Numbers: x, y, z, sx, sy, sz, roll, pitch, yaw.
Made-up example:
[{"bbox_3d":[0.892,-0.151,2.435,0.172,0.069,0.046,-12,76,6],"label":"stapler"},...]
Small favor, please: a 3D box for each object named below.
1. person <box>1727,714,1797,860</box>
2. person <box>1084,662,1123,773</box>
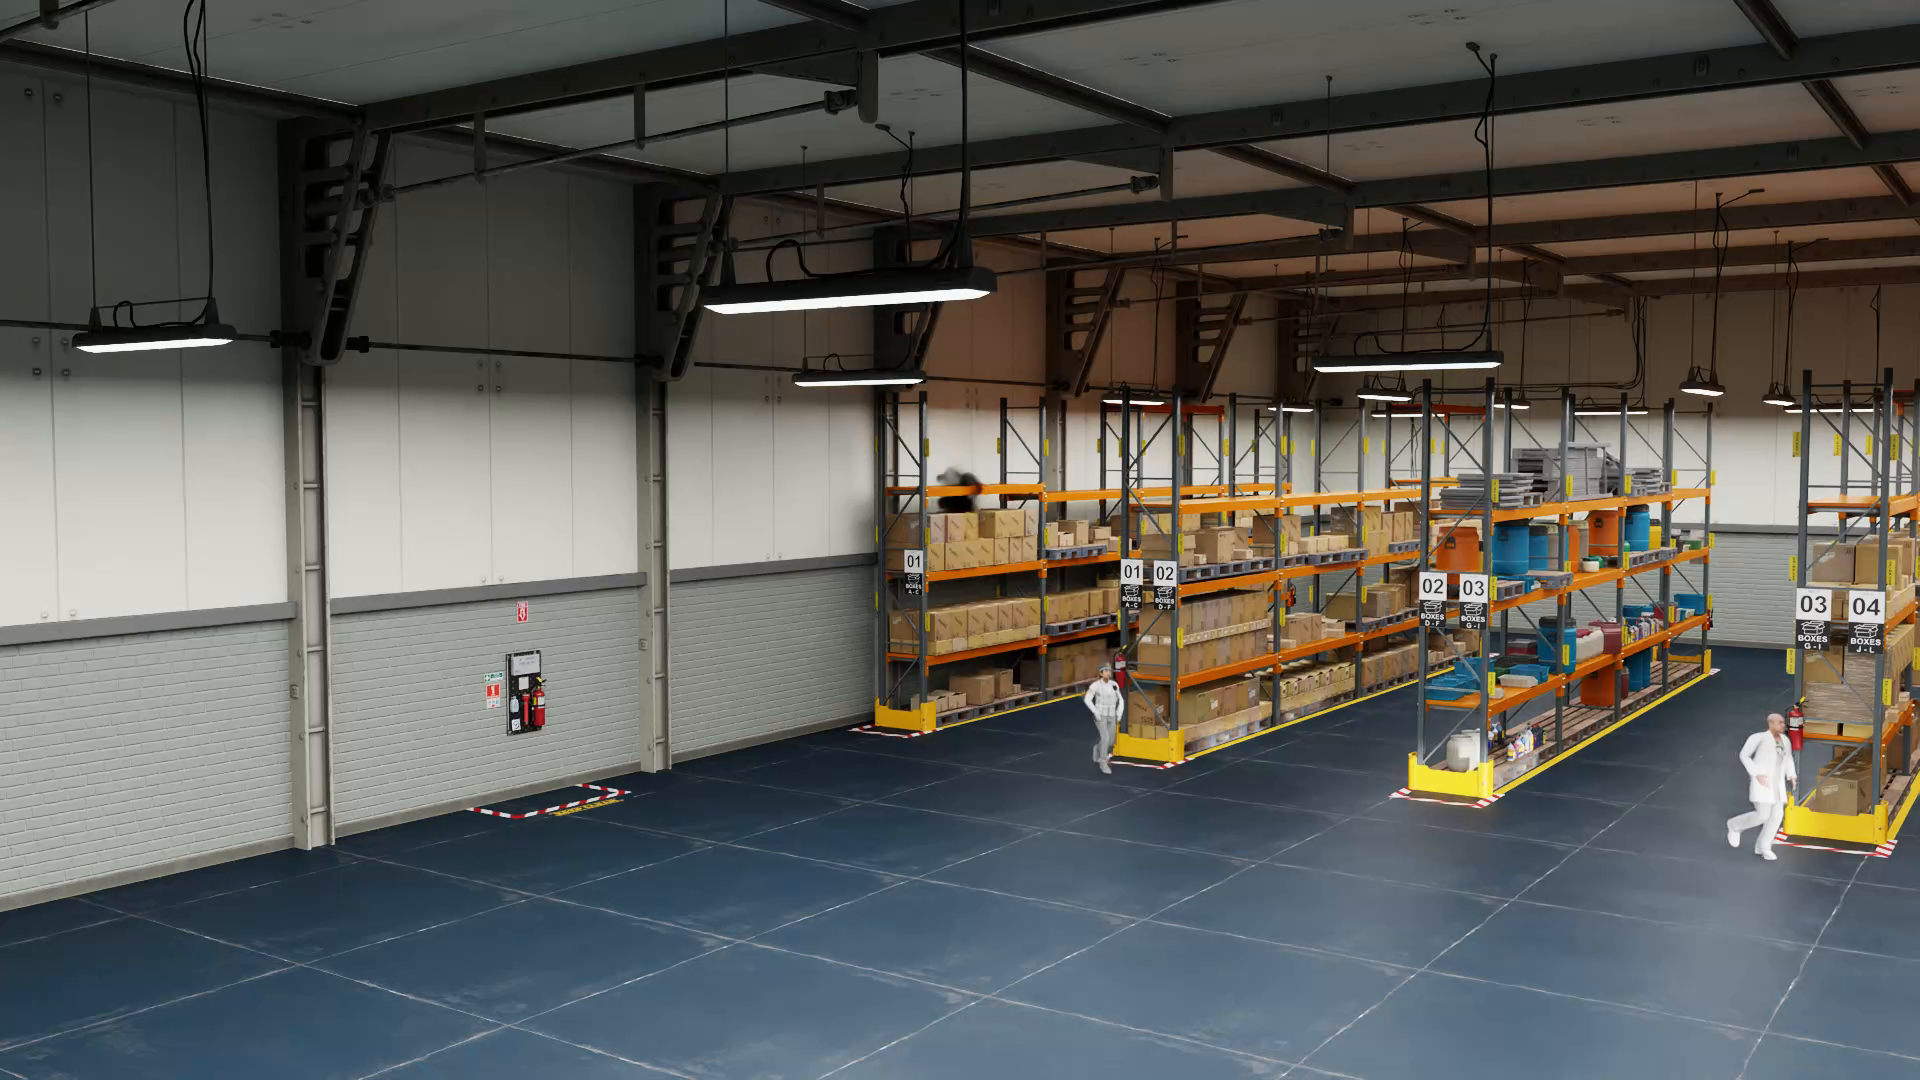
[{"bbox_3d":[9.967,3.009,20.518,0.758,1.724,0.731,-1,3,-18],"label":"person"},{"bbox_3d":[2.214,2.701,25.541,0.650,1.667,0.625,-1,3,-22],"label":"person"}]
